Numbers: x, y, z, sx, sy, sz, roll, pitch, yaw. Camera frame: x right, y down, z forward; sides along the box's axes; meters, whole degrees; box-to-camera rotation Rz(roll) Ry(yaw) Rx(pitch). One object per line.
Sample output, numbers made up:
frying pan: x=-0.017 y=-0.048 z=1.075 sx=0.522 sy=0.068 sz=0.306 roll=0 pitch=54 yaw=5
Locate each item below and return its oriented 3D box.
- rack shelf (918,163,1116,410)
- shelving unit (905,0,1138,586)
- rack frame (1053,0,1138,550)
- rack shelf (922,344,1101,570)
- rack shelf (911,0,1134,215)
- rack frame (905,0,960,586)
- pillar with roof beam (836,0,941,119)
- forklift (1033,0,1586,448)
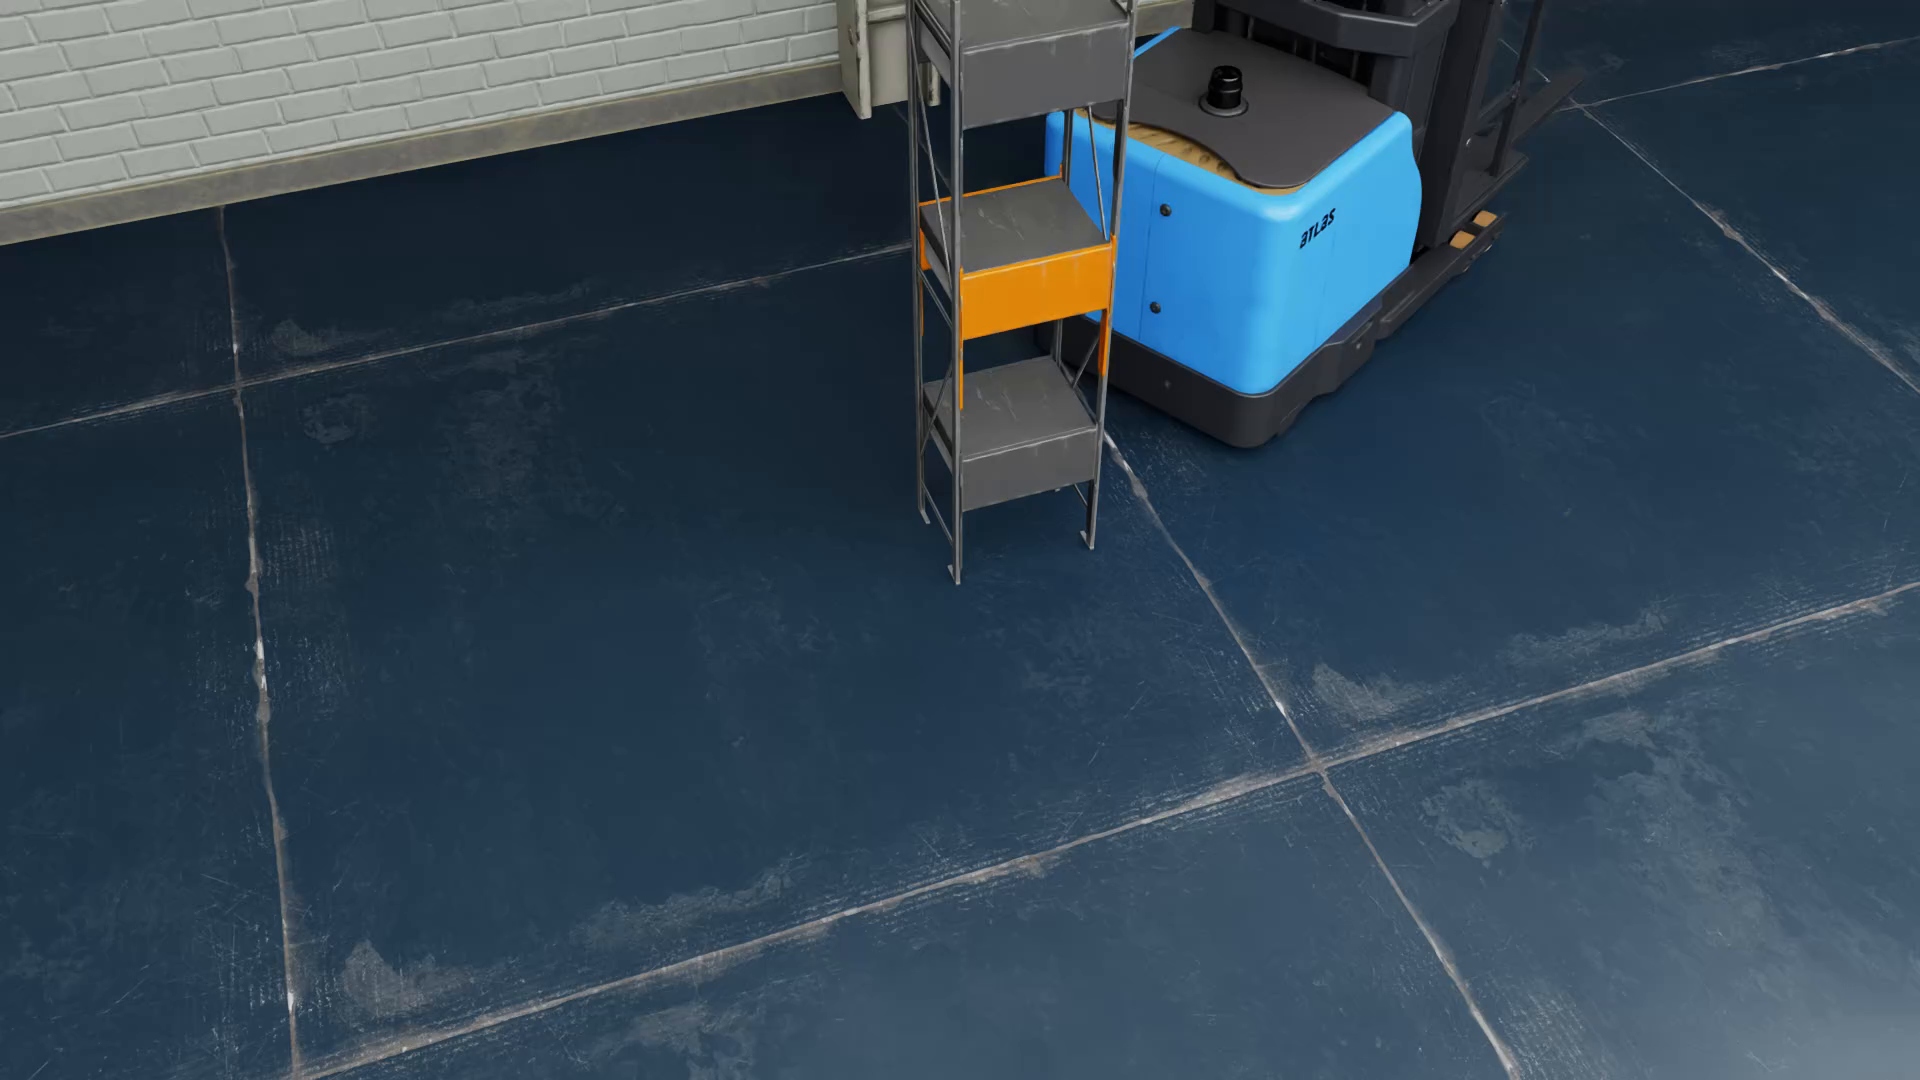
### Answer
rack shelf: x=0.156 y=-0.771 z=5.056 sx=0.480 sy=0.518 sz=0.431 roll=-14 pitch=47 yaw=-14
shelving unit: x=0.156 y=-0.781 z=5.046 sx=0.503 sy=2.100 sz=0.431 roll=-14 pitch=47 yaw=-14
rack frame: x=0.385 y=-0.840 z=5.104 sx=0.015 sy=2.100 sz=0.400 roll=-14 pitch=47 yaw=-14
rack shelf: x=0.156 y=-0.277 z=5.551 sx=0.480 sy=0.518 sz=0.431 roll=-14 pitch=47 yaw=-14
rack shelf: x=0.156 y=-1.266 z=4.560 sx=0.480 sy=0.518 sz=0.431 roll=-14 pitch=47 yaw=-14
rack frame: x=-0.074 y=-0.722 z=4.987 sx=0.015 sy=2.100 sz=0.400 roll=-14 pitch=47 yaw=-14
pillar with roof beam: x=1.134 y=-2.403 z=1.791 sx=0.400 sy=9.000 sz=9.100 roll=-14 pitch=47 yaw=-14
forklift: x=1.617 y=-2.342 z=6.015 sx=1.130 sy=2.935 sz=3.031 roll=31 pitch=53 yaw=27
